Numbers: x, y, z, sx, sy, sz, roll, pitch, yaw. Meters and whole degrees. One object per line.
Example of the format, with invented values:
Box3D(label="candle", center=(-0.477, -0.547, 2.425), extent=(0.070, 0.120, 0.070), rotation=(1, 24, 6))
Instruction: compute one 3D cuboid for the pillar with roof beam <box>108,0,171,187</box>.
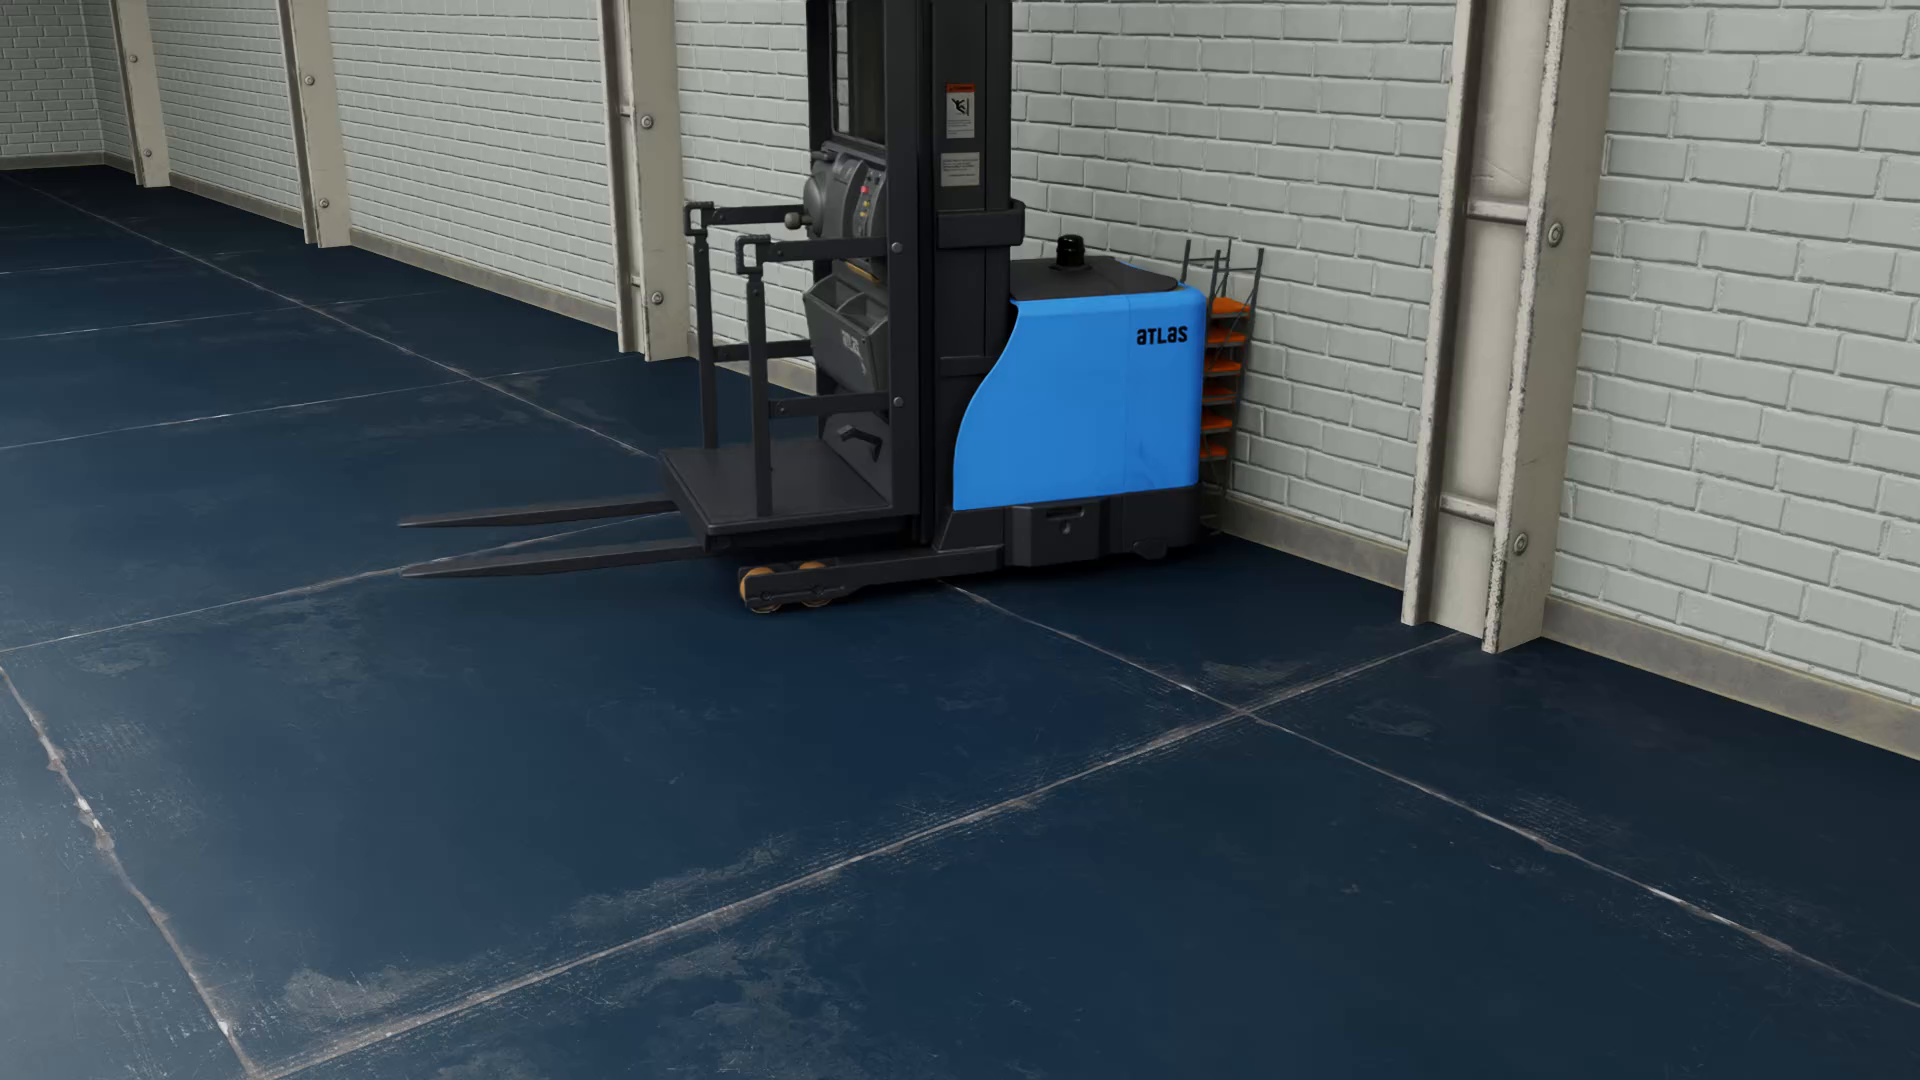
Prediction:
Box3D(label="pillar with roof beam", center=(-12.726, -7.555, 15.364), extent=(9.100, 9.000, 0.400), rotation=(-14, 23, -36))

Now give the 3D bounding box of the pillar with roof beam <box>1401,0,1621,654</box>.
Box3D(label="pillar with roof beam", center=(-1.550, -3.120, 1.969), extent=(9.100, 9.000, 0.400), rotation=(-14, 23, -36))

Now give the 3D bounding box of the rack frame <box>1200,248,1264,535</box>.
Box3D(label="rack frame", center=(1.035, -0.572, 6.665), extent=(0.240, 1.200, 0.006), rotation=(-8, 25, -30))

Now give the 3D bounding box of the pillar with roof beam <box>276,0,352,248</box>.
Box3D(label="pillar with roof beam", center=(-9.001, -6.077, 10.899), extent=(9.100, 9.000, 0.400), rotation=(-14, 23, -36))

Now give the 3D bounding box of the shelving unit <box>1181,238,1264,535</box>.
Box3D(label="shelving unit", center=(0.988, -0.605, 6.736), extent=(0.258, 1.200, 0.189), rotation=(-8, 25, -30))

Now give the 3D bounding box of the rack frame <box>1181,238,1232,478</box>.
Box3D(label="rack frame", center=(0.941, -0.637, 6.808), extent=(0.240, 1.200, 0.006), rotation=(-8, 25, -30))

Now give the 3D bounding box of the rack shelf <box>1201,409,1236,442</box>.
Box3D(label="rack shelf", center=(0.973, -0.452, 6.796), extent=(0.258, 0.103, 0.180), rotation=(-8, 25, -30))

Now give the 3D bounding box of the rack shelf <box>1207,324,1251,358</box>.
Box3D(label="rack shelf", center=(1.005, -0.786, 6.665), extent=(0.258, 0.103, 0.180), rotation=(-8, 25, -30))

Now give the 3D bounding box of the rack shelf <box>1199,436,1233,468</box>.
Box3D(label="rack shelf", center=(0.963, -0.341, 6.840), extent=(0.258, 0.103, 0.180), rotation=(-8, 25, -30))

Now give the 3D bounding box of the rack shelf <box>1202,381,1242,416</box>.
Box3D(label="rack shelf", center=(0.984, -0.563, 6.753), extent=(0.258, 0.103, 0.180), rotation=(-8, 25, -30))

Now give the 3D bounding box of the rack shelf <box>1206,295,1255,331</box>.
Box3D(label="rack shelf", center=(1.015, -0.897, 6.622), extent=(0.258, 0.103, 0.180), rotation=(-8, 25, -30))

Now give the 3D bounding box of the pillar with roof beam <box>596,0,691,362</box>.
Box3D(label="pillar with roof beam", center=(-5.275, -4.598, 6.434), extent=(9.100, 9.000, 0.400), rotation=(-14, 23, -36))

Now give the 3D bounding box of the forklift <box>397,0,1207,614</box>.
Box3D(label="forklift", center=(-0.617, -1.309, 6.154), extent=(3.031, 2.935, 1.130), rotation=(-6, 19, -18))

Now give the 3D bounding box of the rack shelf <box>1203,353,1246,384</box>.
Box3D(label="rack shelf", center=(0.994, -0.675, 6.709), extent=(0.258, 0.103, 0.180), rotation=(-8, 25, -30))
